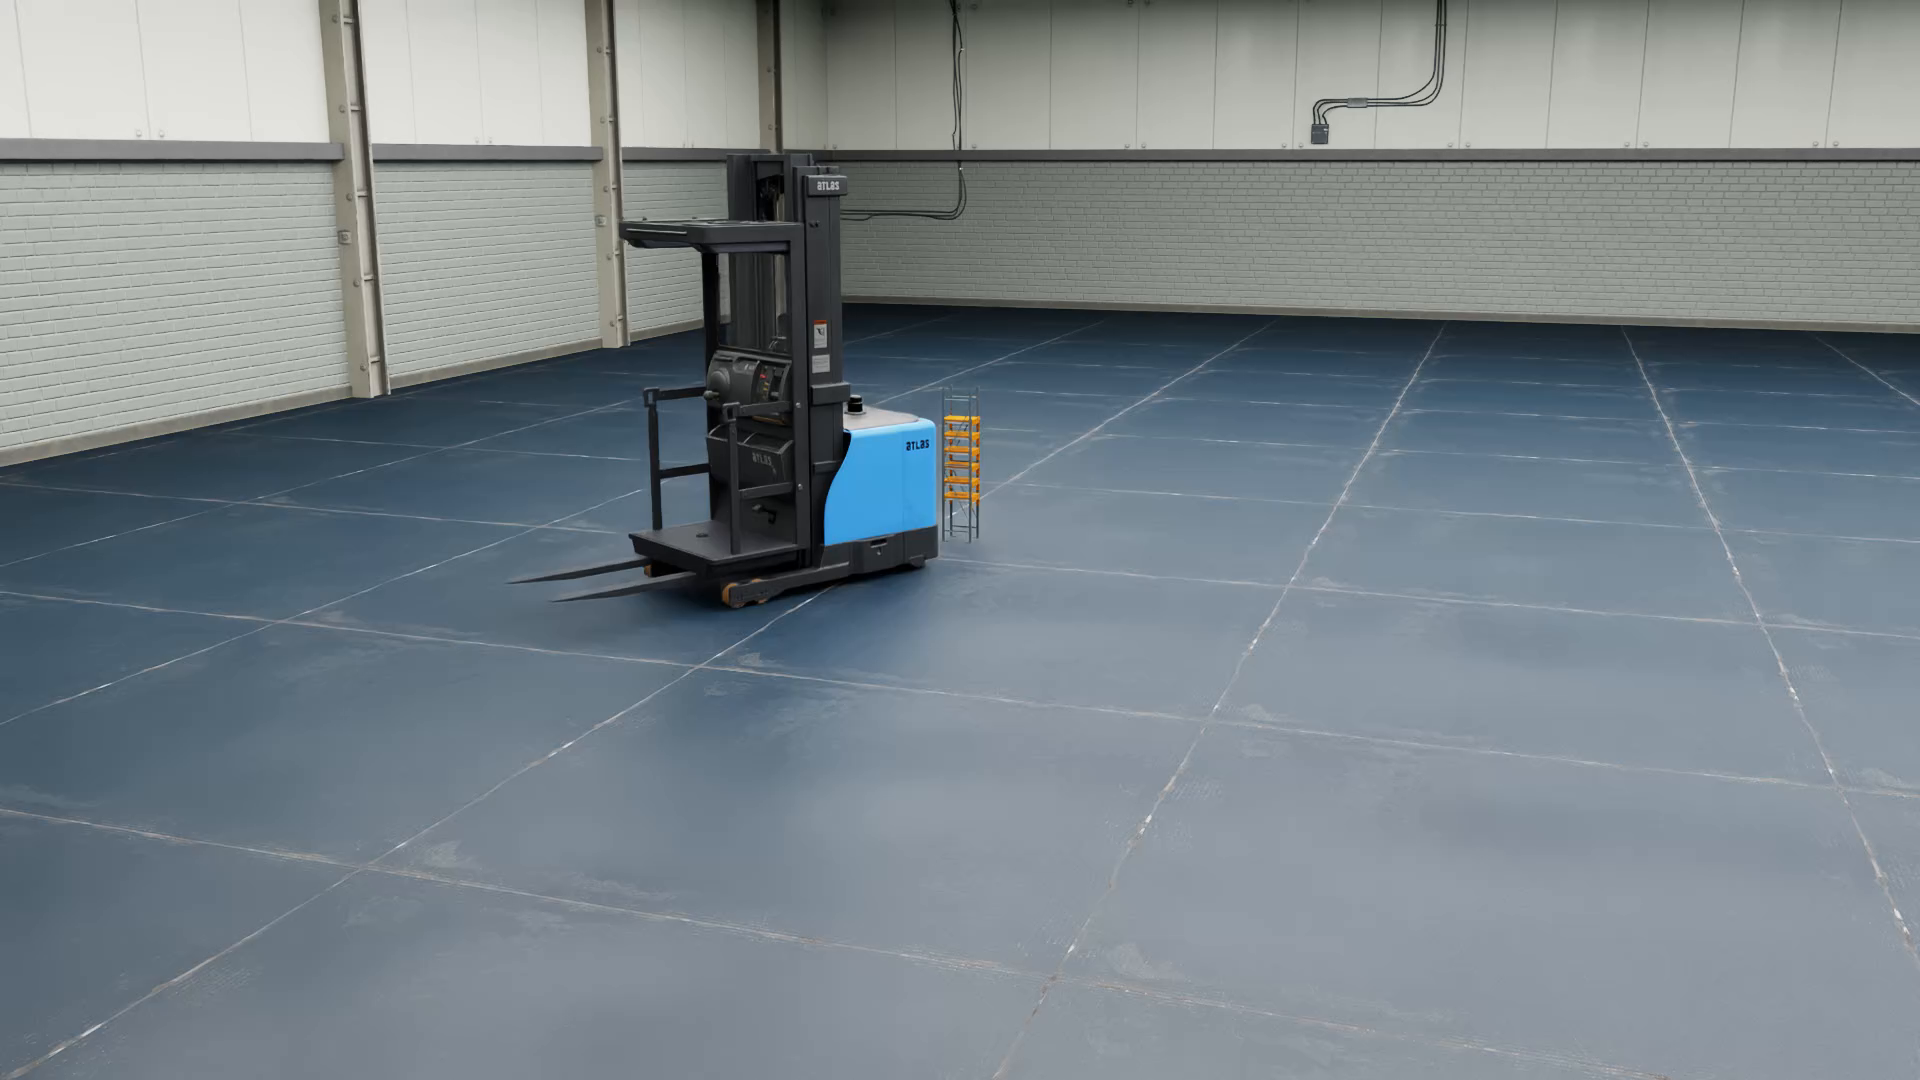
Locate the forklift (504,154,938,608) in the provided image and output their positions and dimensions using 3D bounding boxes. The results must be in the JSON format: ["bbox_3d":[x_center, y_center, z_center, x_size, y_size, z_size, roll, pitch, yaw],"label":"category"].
[{"bbox_3d":[-1.604,-1.109,11.258,3.031,2.935,1.130,-11,17,-40],"label":"forklift"}]

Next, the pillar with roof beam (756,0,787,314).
[{"bbox_3d":[0.524,-8.427,29.686,9.100,9.000,0.400,4,14,18],"label":"pillar with roof beam"}]

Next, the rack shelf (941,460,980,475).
[{"bbox_3d":[0.005,-0.545,12.878,0.258,0.103,0.180,4,14,18],"label":"rack shelf"}]

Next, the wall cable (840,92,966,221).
[{"bbox_3d":[-1.345,-7.748,33.690,3.097,2.526,0.112,4,14,18],"label":"wall cable"}]

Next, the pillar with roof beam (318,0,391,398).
[{"bbox_3d":[-3.359,-5.900,18.616,9.100,9.000,0.400,4,14,18],"label":"pillar with roof beam"}]

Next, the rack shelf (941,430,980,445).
[{"bbox_3d":[0.005,-0.779,12.824,0.258,0.103,0.180,4,14,18],"label":"rack shelf"}]

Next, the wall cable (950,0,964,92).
[{"bbox_3d":[1.215,-10.016,32.275,3.097,2.526,0.112,4,14,18],"label":"wall cable"}]

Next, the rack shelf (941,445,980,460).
[{"bbox_3d":[0.005,-0.662,12.851,0.258,0.103,0.180,4,14,18],"label":"rack shelf"}]

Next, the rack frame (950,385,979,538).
[{"bbox_3d":[0.034,-0.607,12.952,0.240,1.200,0.006,4,14,18],"label":"rack frame"}]

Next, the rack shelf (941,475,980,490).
[{"bbox_3d":[0.005,-0.428,12.904,0.258,0.103,0.180,4,14,18],"label":"rack shelf"}]

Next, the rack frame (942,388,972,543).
[{"bbox_3d":[-0.025,-0.569,12.783,0.240,1.200,0.006,4,14,18],"label":"rack frame"}]

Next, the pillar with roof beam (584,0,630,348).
[{"bbox_3d":[-1.418,-7.164,24.151,9.100,9.000,0.400,4,14,18],"label":"pillar with roof beam"}]

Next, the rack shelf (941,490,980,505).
[{"bbox_3d":[0.005,-0.311,12.931,0.258,0.103,0.180,4,14,18],"label":"rack shelf"}]

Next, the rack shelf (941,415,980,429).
[{"bbox_3d":[0.005,-0.896,12.798,0.258,0.103,0.180,4,14,18],"label":"rack shelf"}]

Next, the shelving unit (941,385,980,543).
[{"bbox_3d":[0.005,-0.588,12.868,0.258,1.200,0.189,4,14,18],"label":"shelving unit"}]

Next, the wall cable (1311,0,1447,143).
[{"bbox_3d":[7.632,-10.233,29.957,2.305,6.003,0.169,4,14,18],"label":"wall cable"}]
